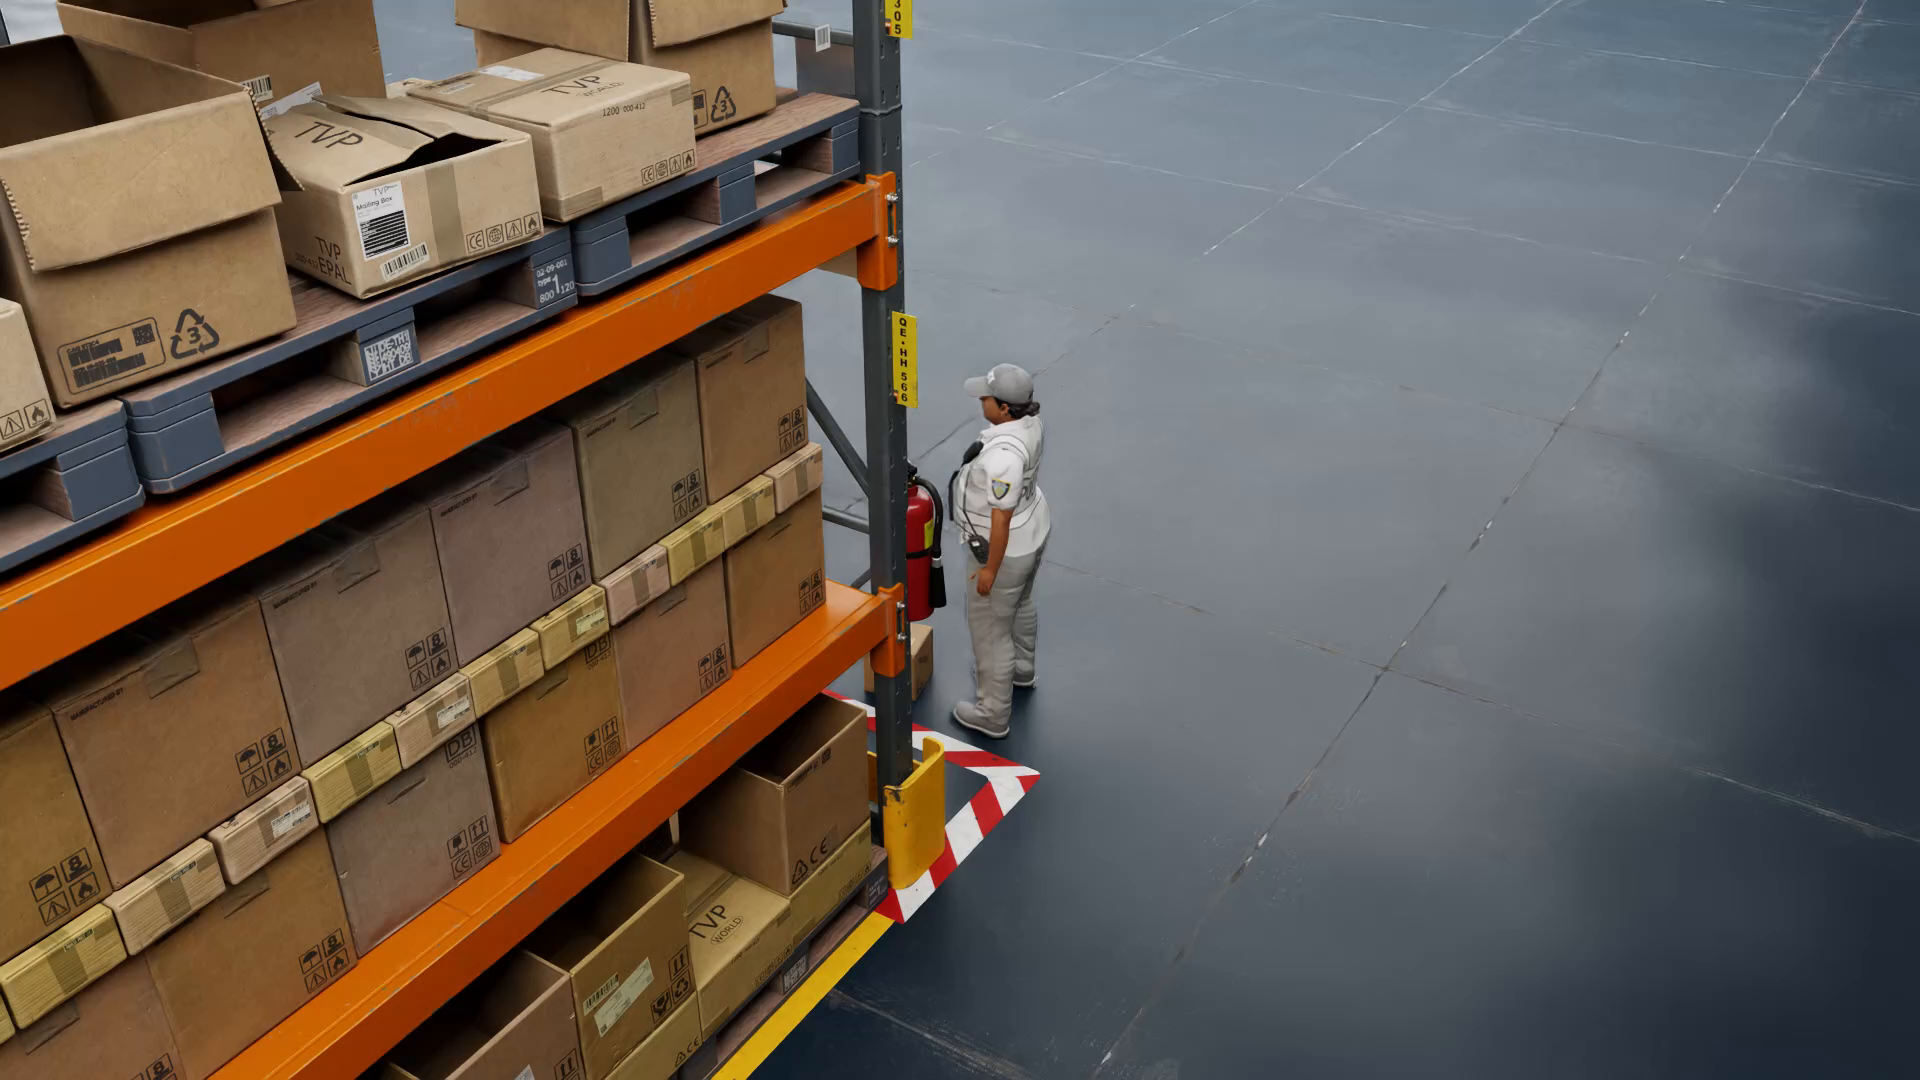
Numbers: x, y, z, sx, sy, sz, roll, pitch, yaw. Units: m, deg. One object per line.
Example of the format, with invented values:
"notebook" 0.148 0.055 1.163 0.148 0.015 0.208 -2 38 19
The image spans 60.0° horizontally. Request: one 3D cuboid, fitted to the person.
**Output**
"person" 0.173 0.022 7.082 0.380 1.663 0.531 10 32 16
